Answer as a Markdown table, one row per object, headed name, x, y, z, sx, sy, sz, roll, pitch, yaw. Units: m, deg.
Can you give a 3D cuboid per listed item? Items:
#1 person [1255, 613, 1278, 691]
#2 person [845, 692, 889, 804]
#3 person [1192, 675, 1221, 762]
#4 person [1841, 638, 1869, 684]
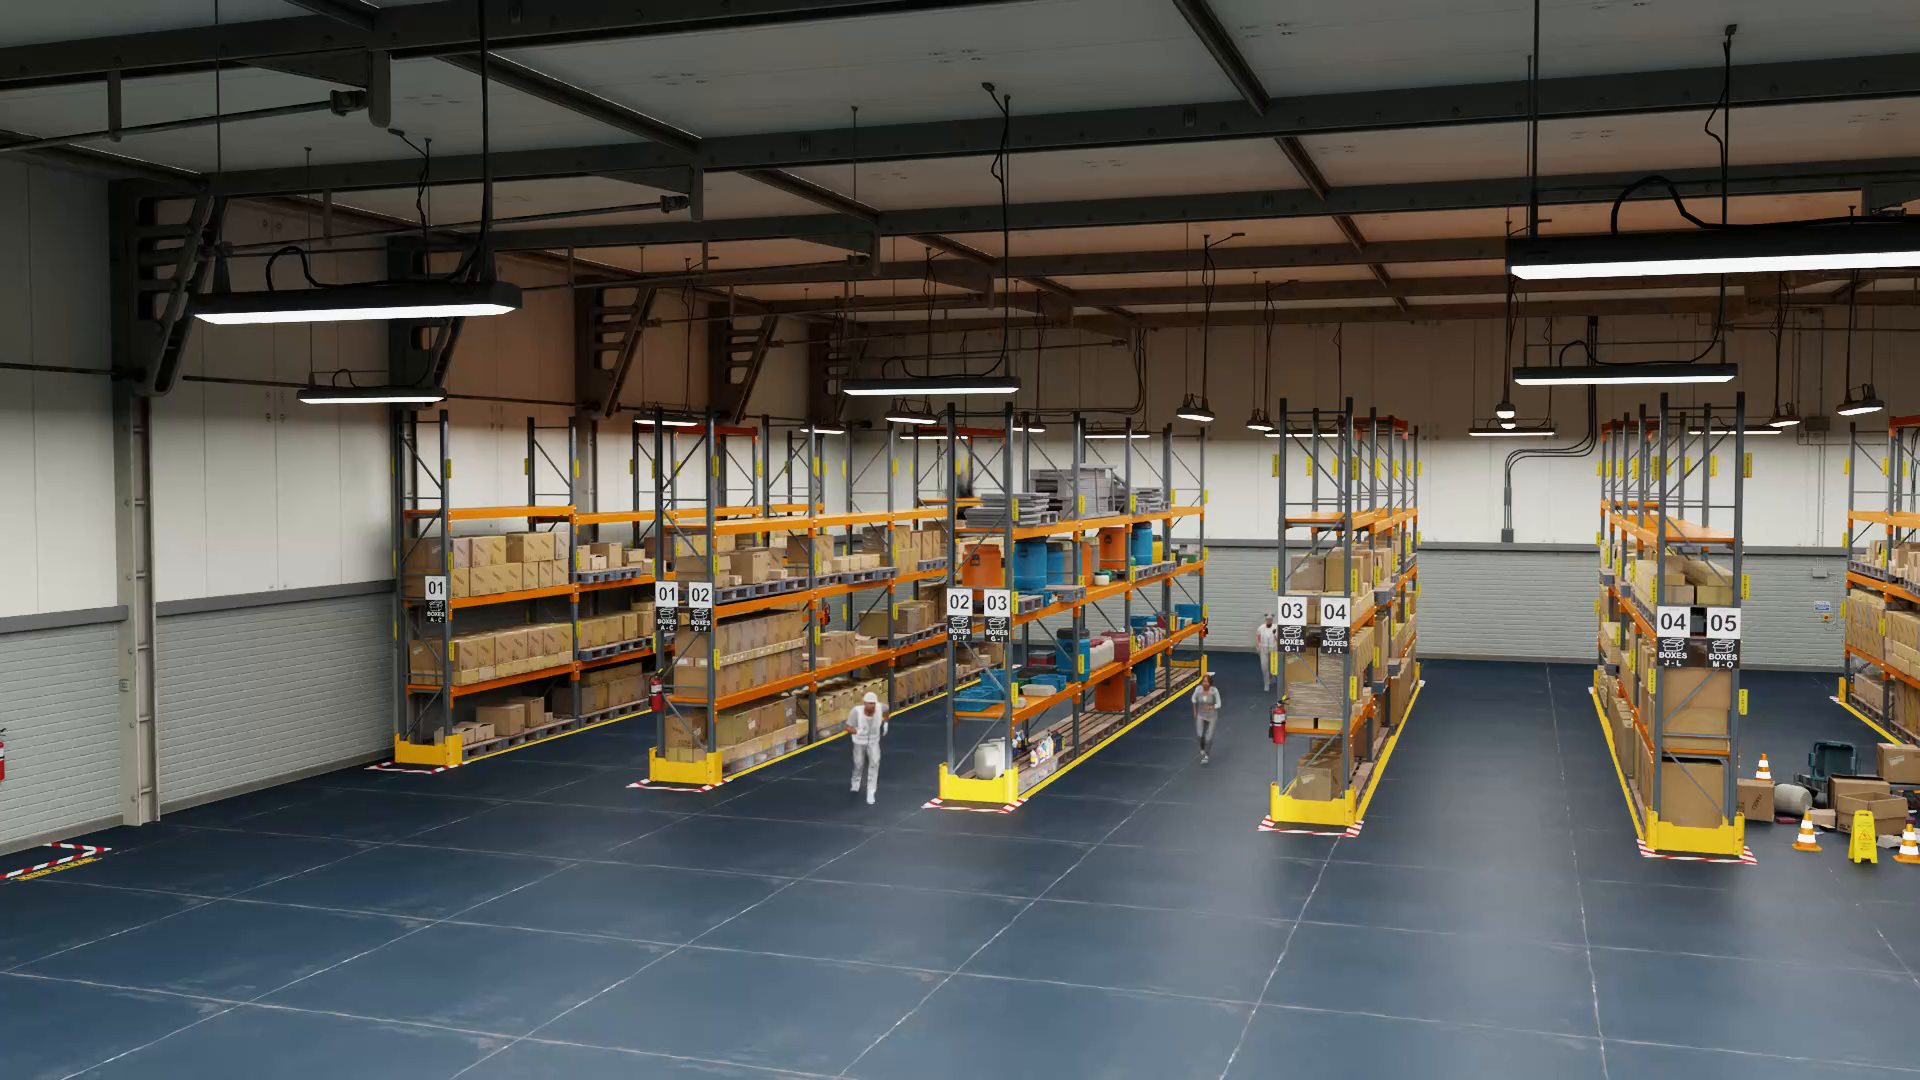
| name | x | y | z | sx | sy | sz | roll | pitch | yaw |
| --- | --- | --- | --- | --- | --- | --- | --- | --- | --- |
| person | 7.027 | 2.520 | 37.786 | 0.646 | 1.755 | 0.821 | 1 | 3 | 15 |
| person | -1.423 | 3.112 | 25.155 | 0.729 | 1.724 | 1.027 | -1 | 3 | -18 |
| person | 4.143 | 3.013 | 27.997 | 0.496 | 1.526 | 0.695 | 0 | 2 | 12 |
| person | 20.353 | 2.506 | 37.736 | 0.697 | 1.765 | 0.674 | 0 | 2 | -1 |
